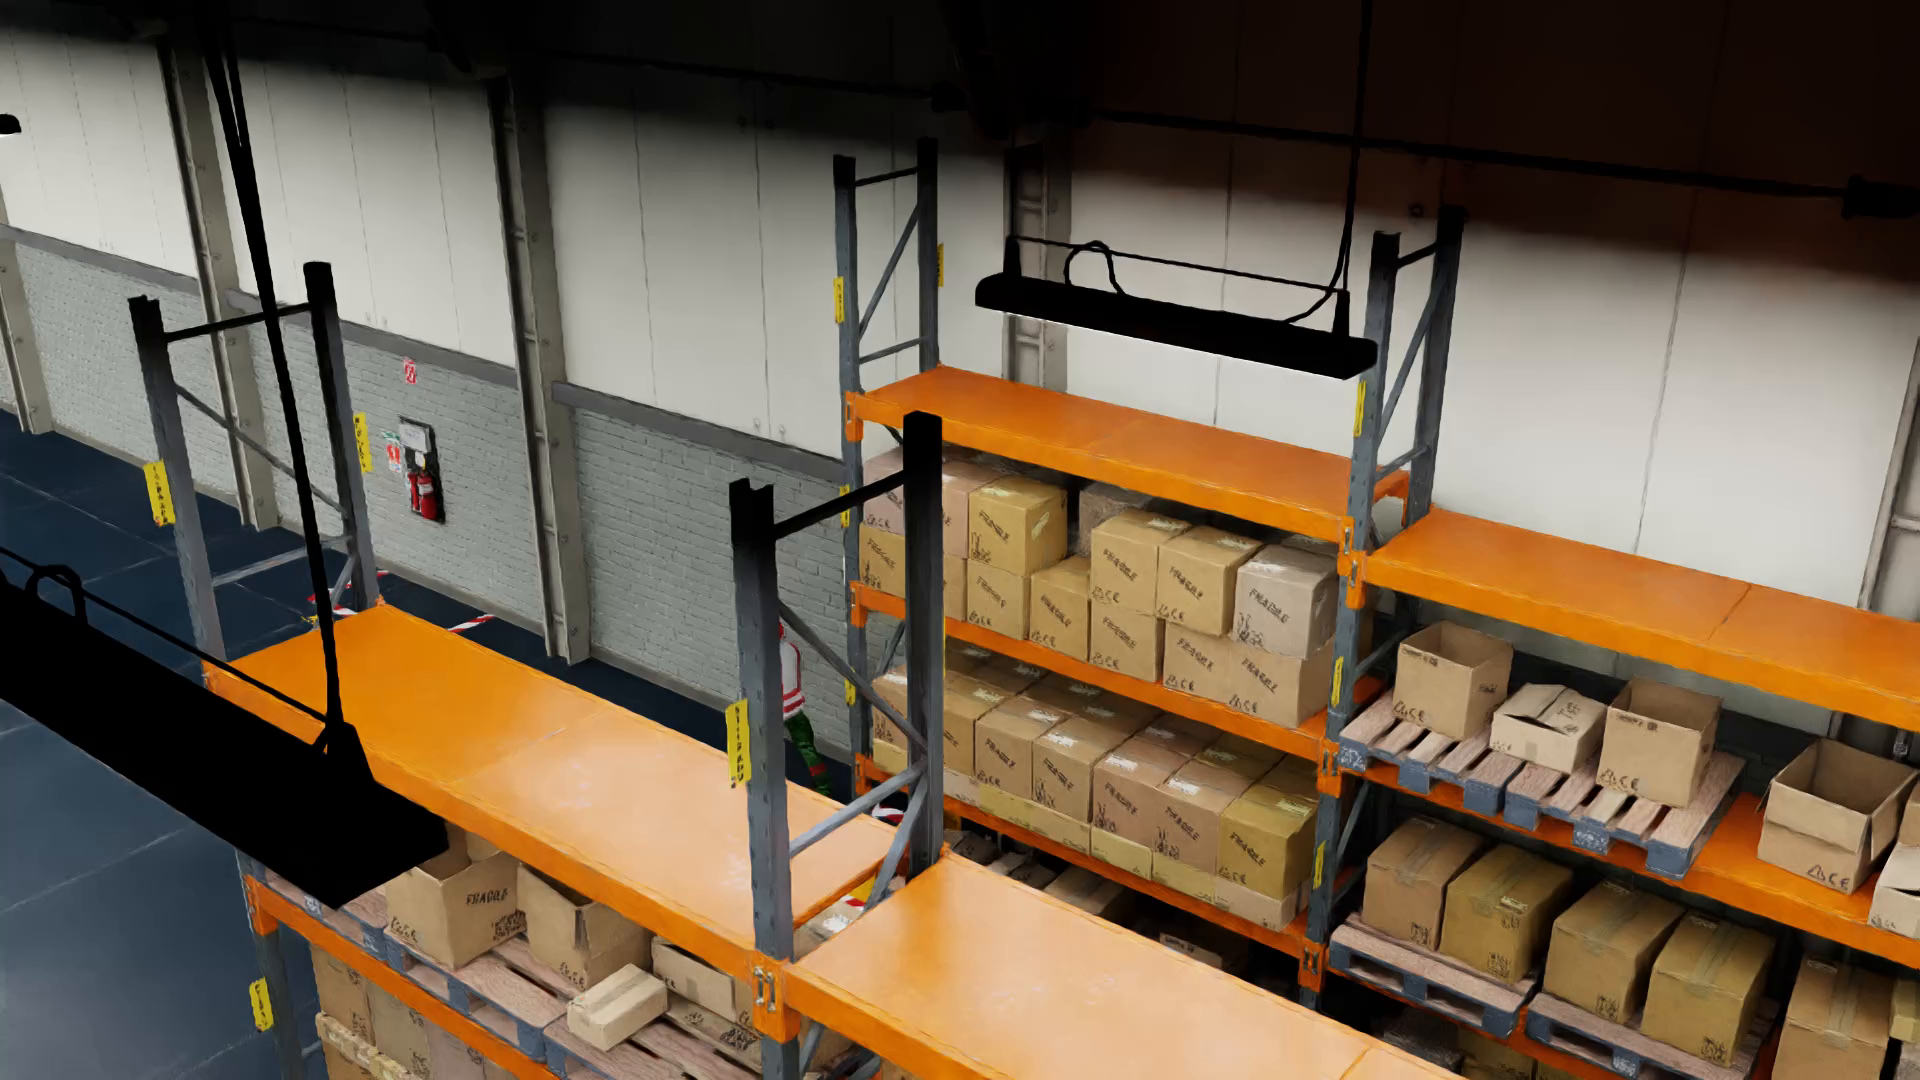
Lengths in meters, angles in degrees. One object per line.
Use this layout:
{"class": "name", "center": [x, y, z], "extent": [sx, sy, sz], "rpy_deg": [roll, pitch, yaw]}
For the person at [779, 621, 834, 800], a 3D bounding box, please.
{"class": "person", "center": [-1.631, 1.476, 14.847], "extent": [1.116, 1.705, 0.557], "rpy_deg": [16, 27, 33]}
